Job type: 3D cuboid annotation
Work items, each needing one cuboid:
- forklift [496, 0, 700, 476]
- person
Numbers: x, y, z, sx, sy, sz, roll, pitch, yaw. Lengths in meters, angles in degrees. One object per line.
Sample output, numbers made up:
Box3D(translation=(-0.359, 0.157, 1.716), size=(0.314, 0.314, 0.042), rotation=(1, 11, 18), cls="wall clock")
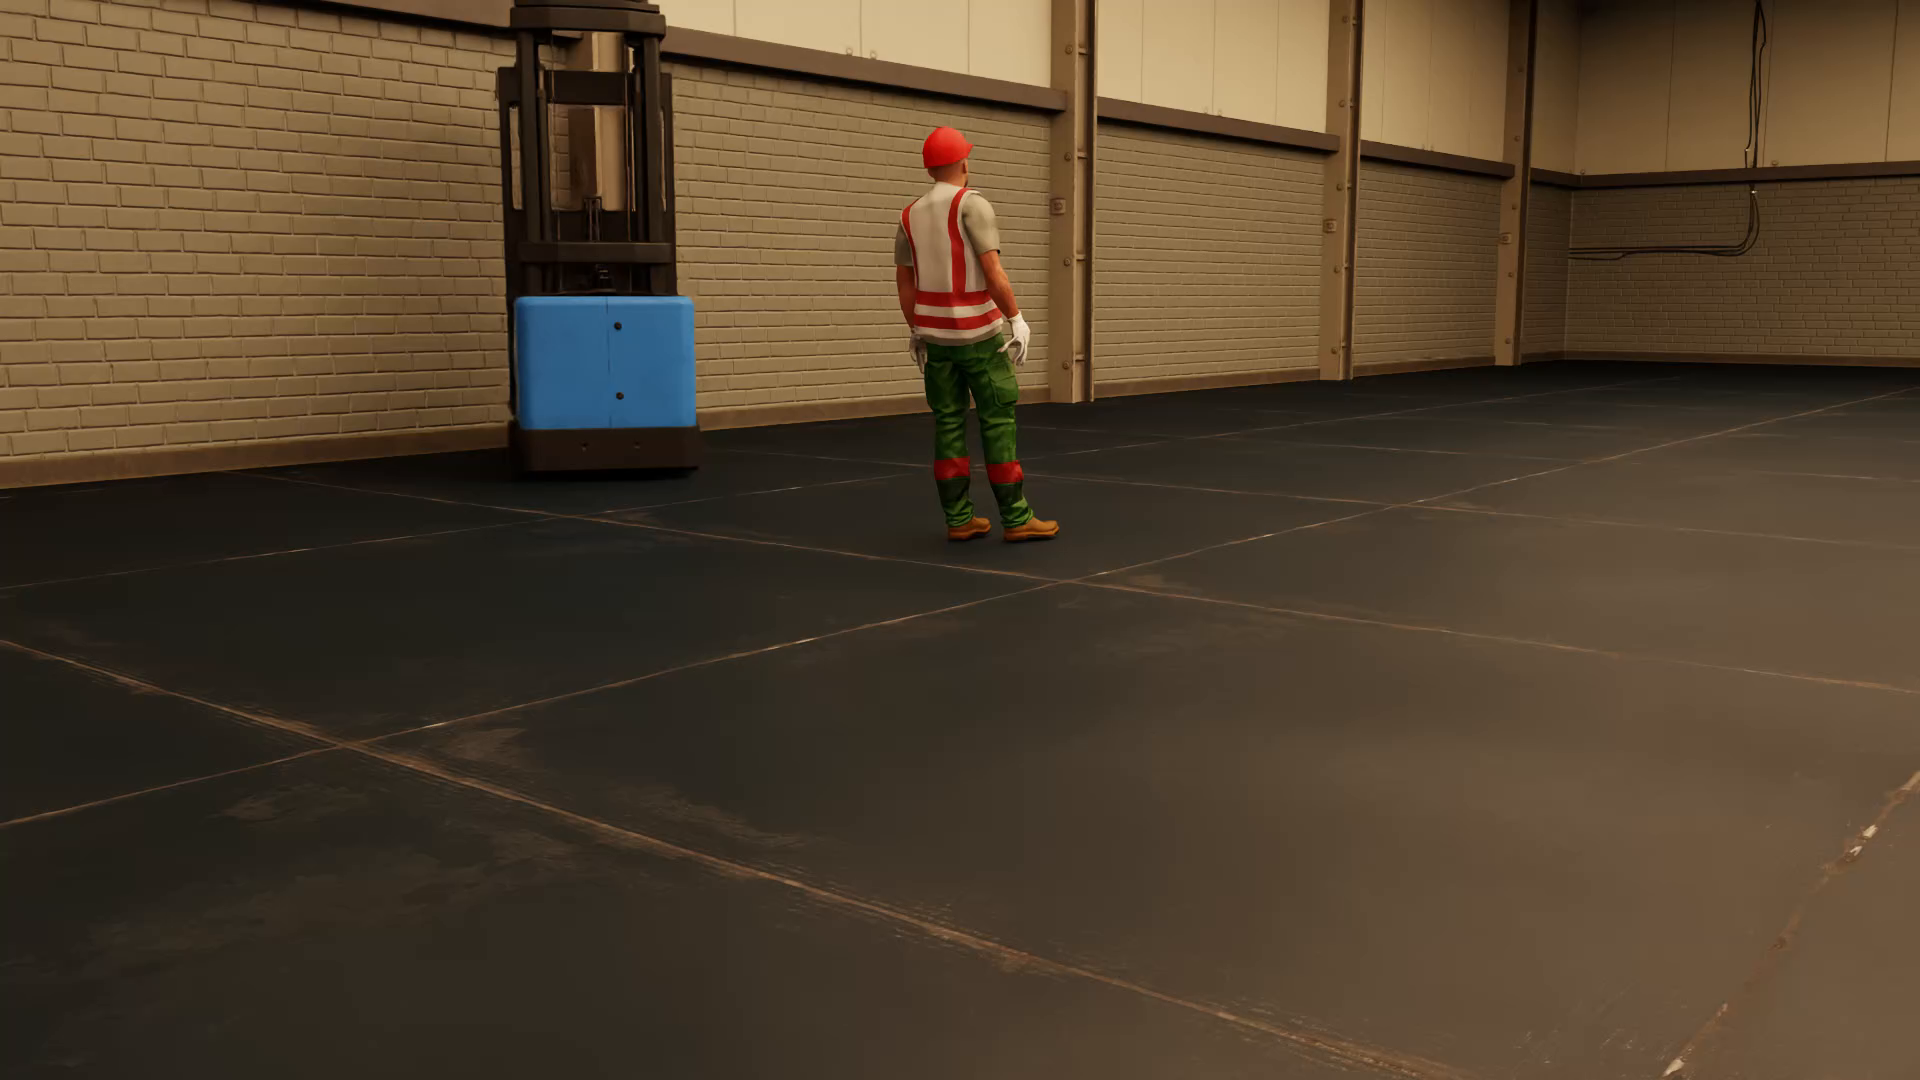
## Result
Box3D(translation=(-2.457, -2.005, 10.983), size=(1.130, 2.935, 3.031), rotation=(-2, 9, -16), cls="forklift")
Box3D(translation=(0.060, -0.900, 7.328), size=(0.637, 1.787, 0.564), rotation=(7, 11, 38), cls="person")
